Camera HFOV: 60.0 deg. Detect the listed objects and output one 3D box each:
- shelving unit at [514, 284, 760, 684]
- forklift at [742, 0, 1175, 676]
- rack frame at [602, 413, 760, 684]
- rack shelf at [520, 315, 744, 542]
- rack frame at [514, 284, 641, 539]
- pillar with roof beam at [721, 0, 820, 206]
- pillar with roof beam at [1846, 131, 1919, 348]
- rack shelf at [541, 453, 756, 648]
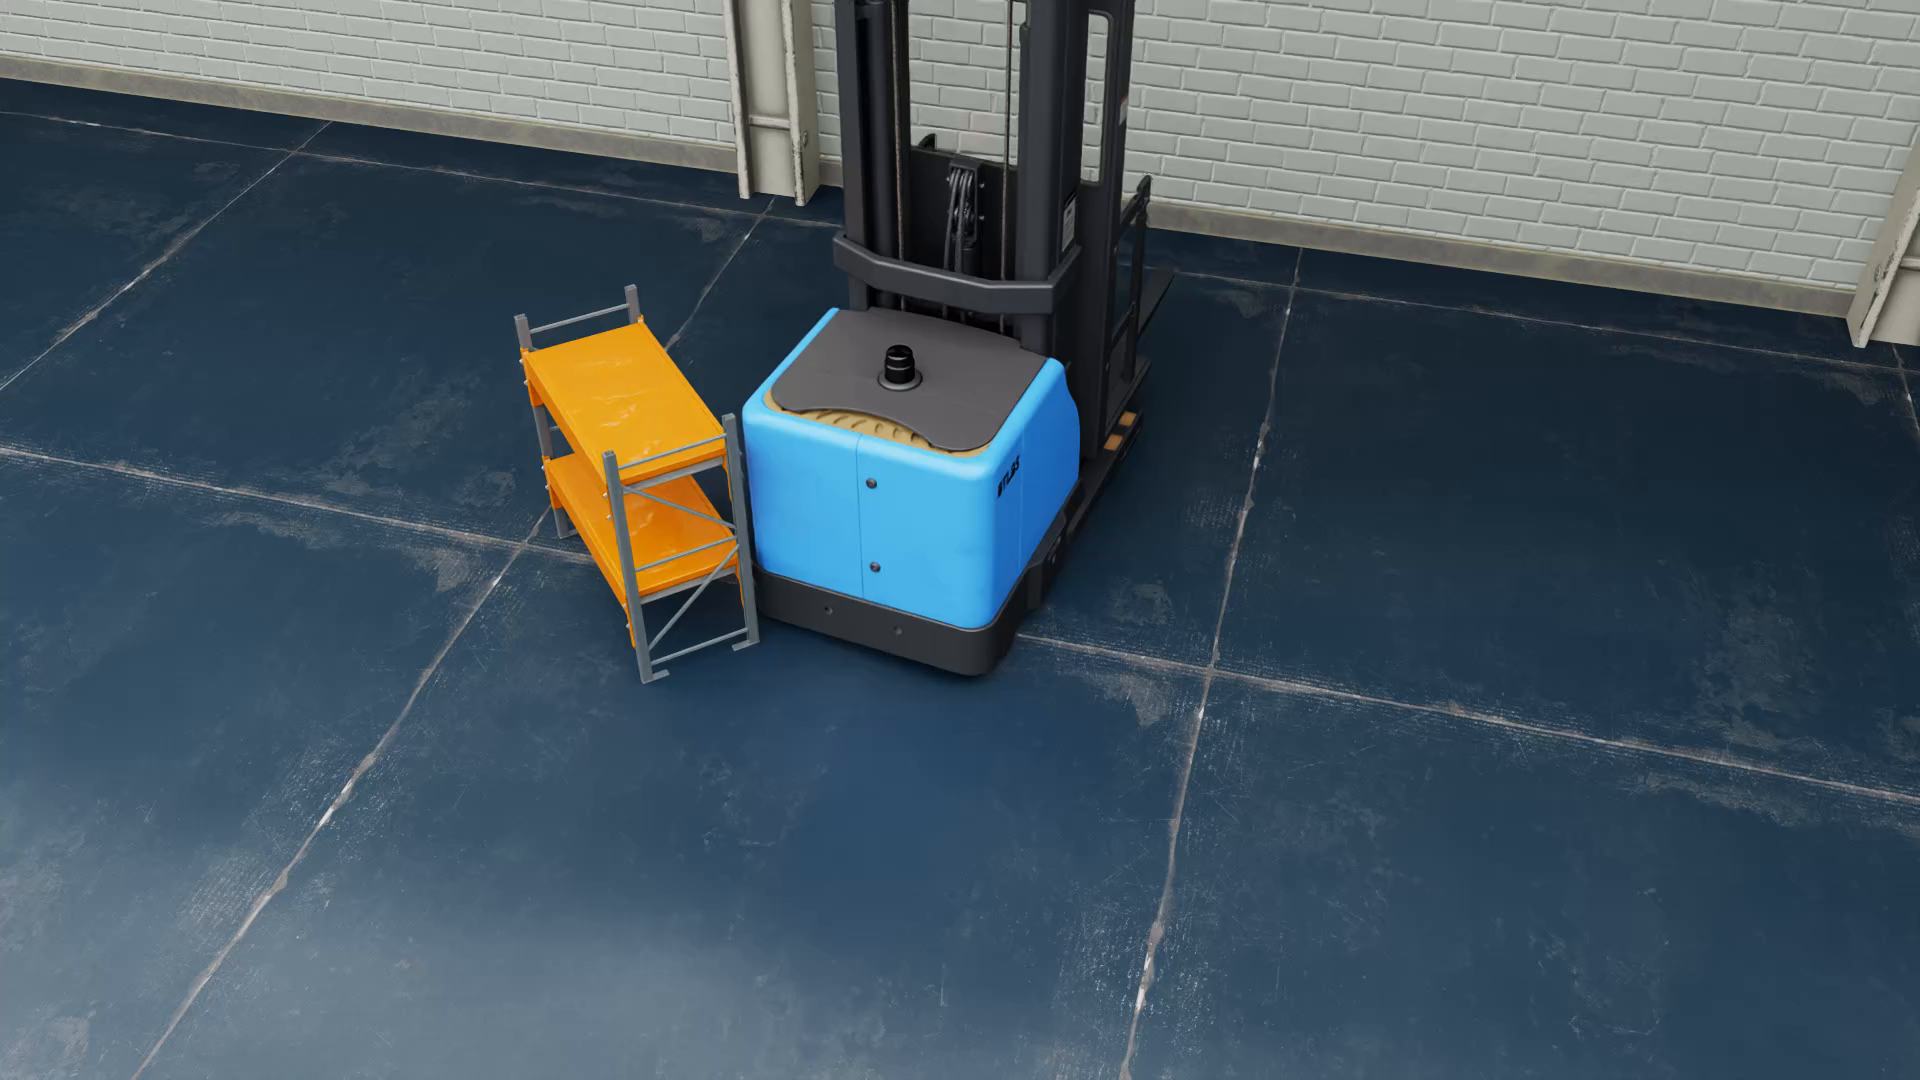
[{"bbox_3d":[-1.285,-0.233,6.652,0.538,1.125,1.048,-20,44,-22],"label":"shelving unit"},{"bbox_3d":[0.209,-1.542,6.808,1.130,2.935,3.031,15,42,17],"label":"forklift"},{"bbox_3d":[-1.039,0.054,6.312,0.500,1.125,0.032,-20,44,-22],"label":"rack frame"},{"bbox_3d":[-1.285,-0.457,6.464,0.538,0.278,1.000,-20,44,-22],"label":"rack shelf"},{"bbox_3d":[-1.531,-0.519,6.993,0.500,1.125,0.032,-20,44,-22],"label":"rack frame"},{"bbox_3d":[-2.154,-2.812,3.601,0.400,9.000,9.100,10,41,11],"label":"pillar with roof beam"},{"bbox_3d":[3.642,-1.814,2.413,0.400,9.000,9.100,10,41,11],"label":"pillar with roof beam"},{"bbox_3d":[-1.285,-0.045,6.810,0.538,0.278,1.000,-20,44,-22],"label":"rack shelf"}]
